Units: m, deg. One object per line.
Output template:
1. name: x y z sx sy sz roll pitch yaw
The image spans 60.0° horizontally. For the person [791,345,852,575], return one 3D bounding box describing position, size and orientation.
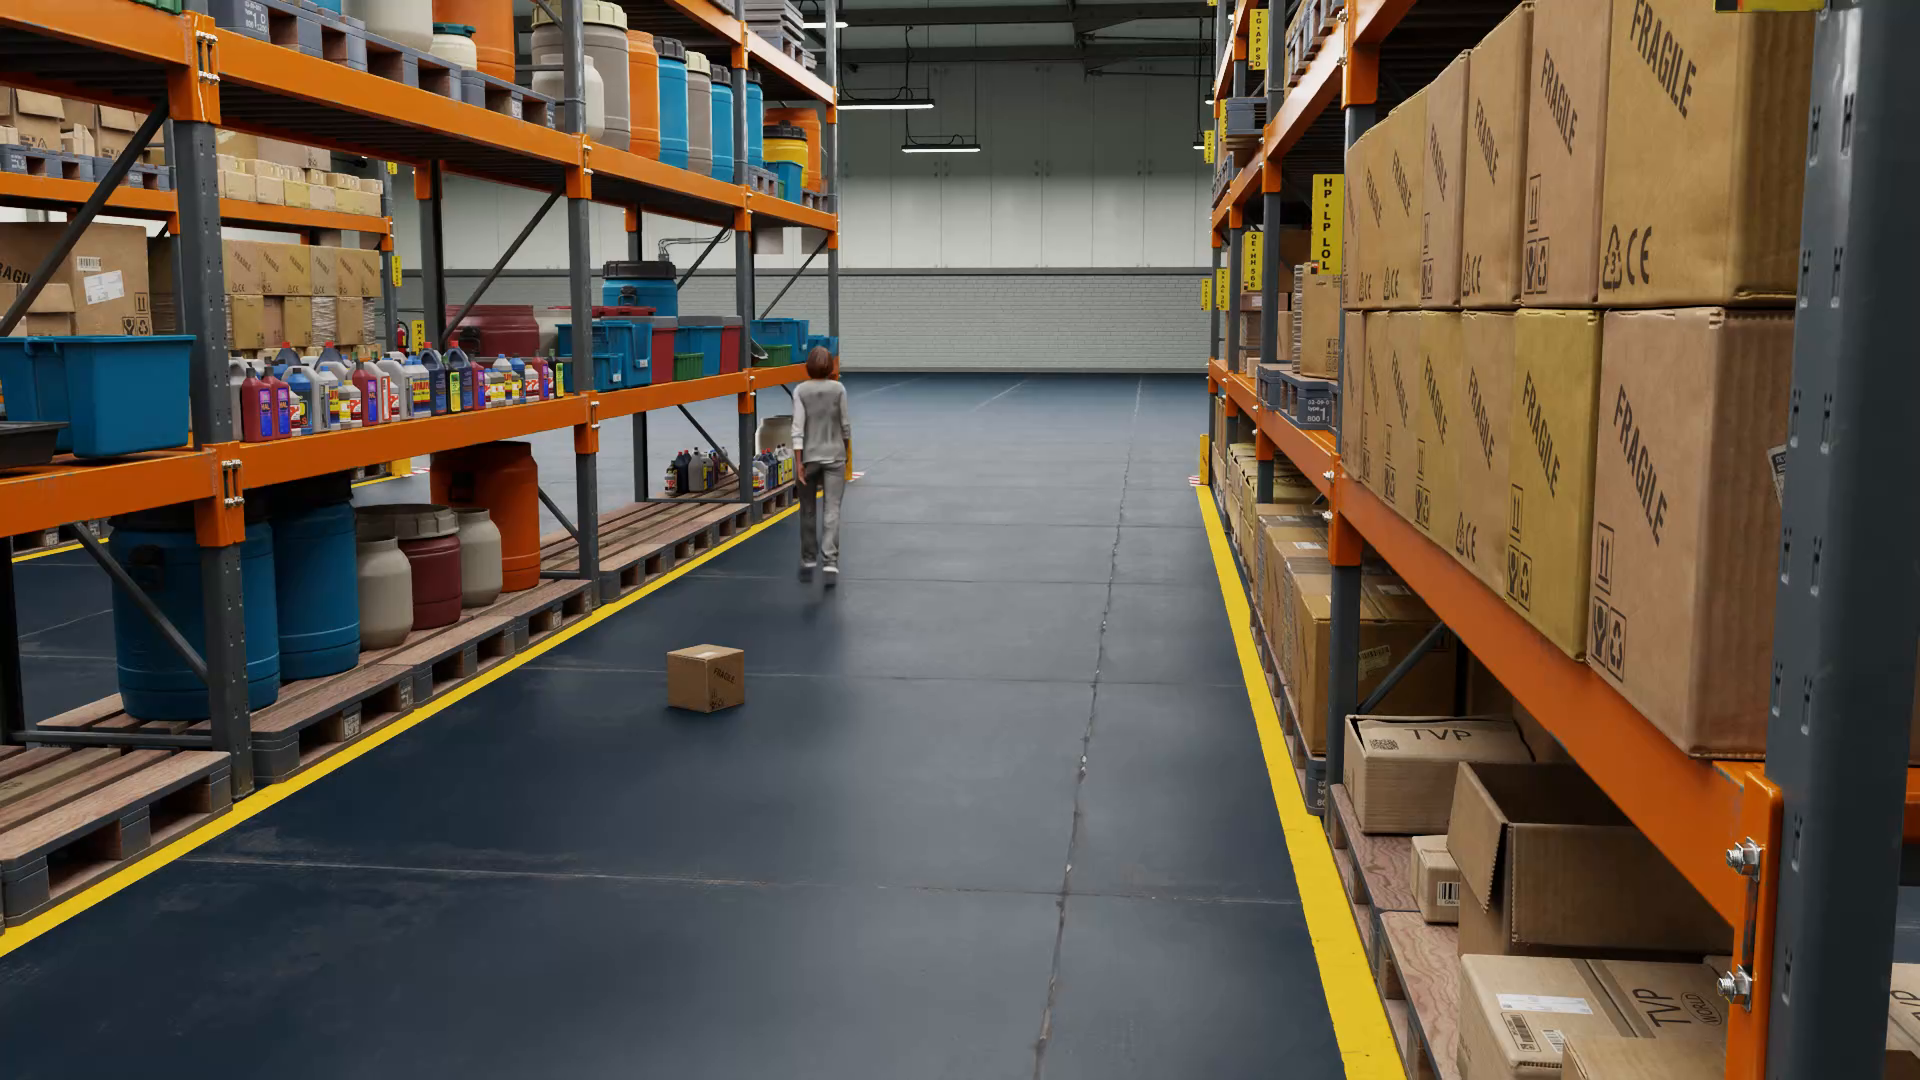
1. person: -0.938 -0.548 11.298 0.406 1.540 0.944 -1 8 -4
